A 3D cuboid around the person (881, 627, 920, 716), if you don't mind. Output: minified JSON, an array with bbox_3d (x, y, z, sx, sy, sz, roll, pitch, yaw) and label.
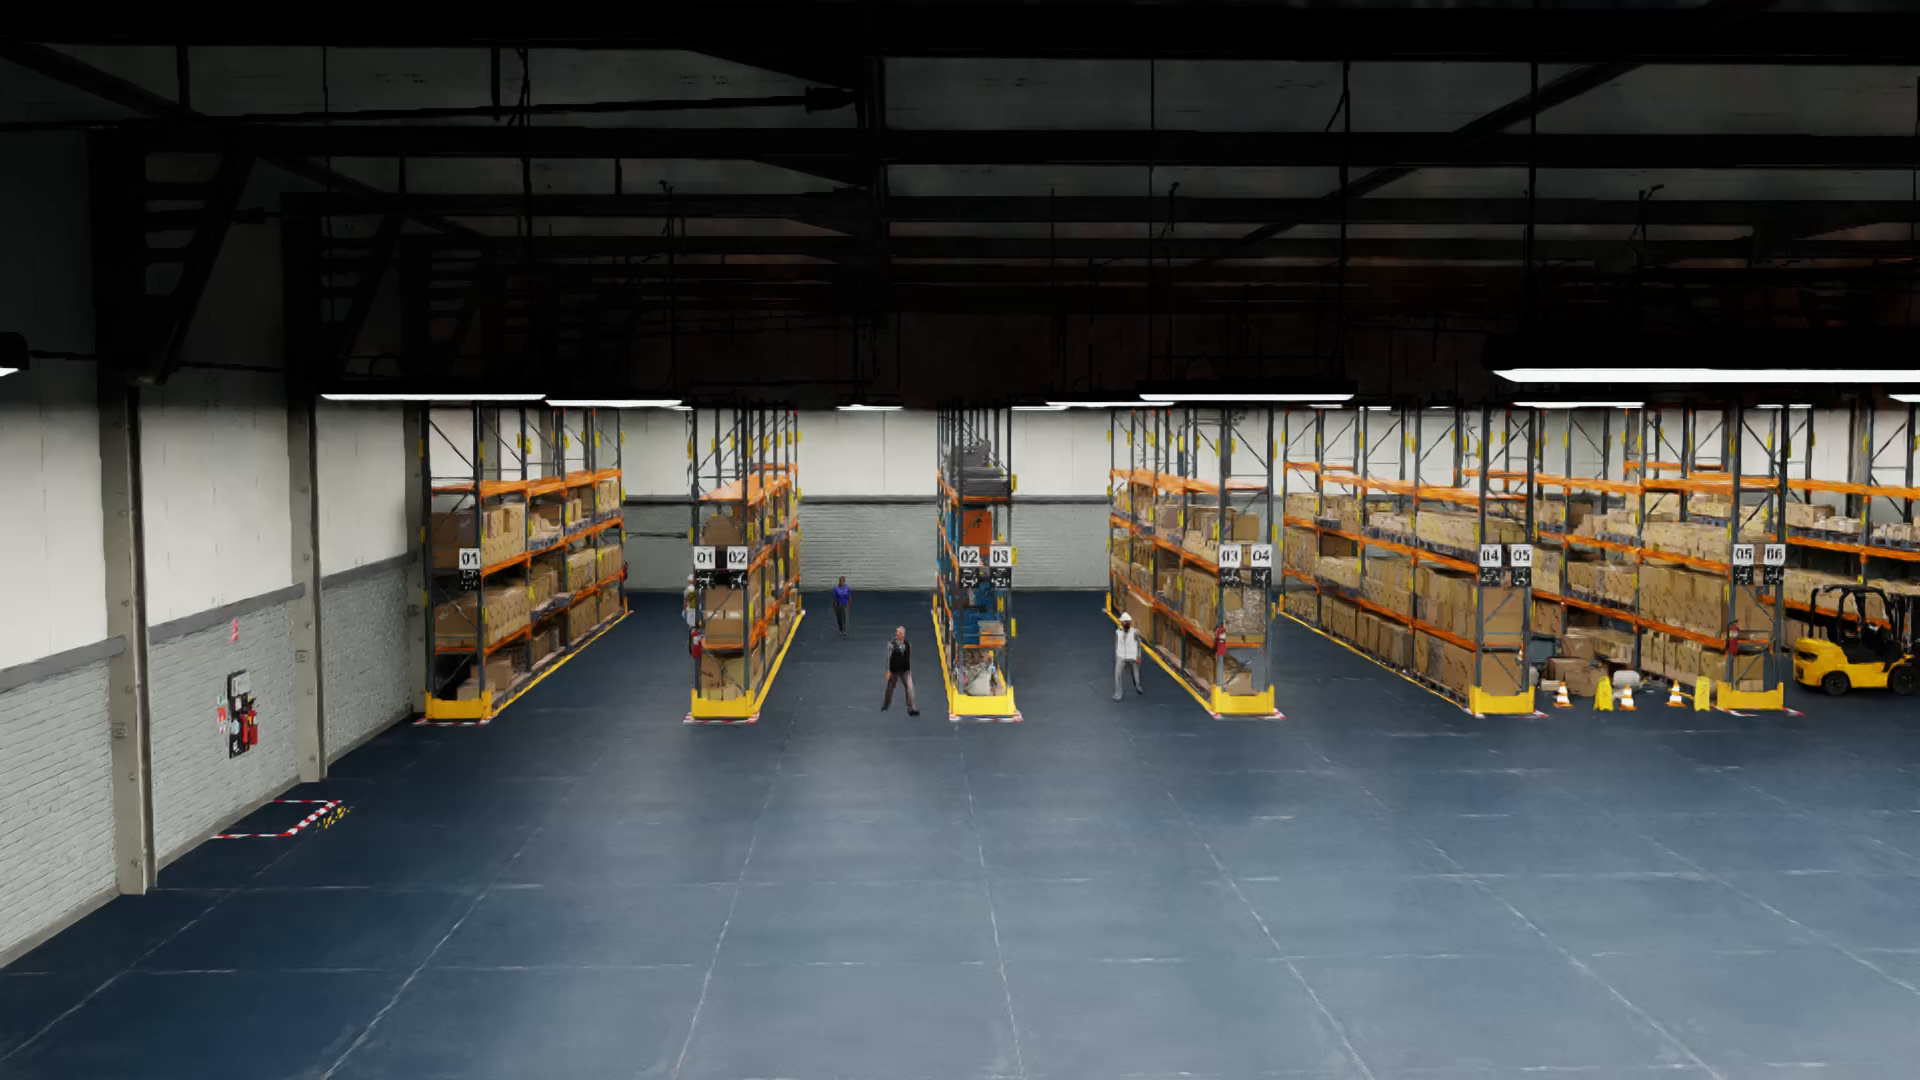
[{"bbox_3d":[-1.155,2.468,31.449,0.576,1.678,0.958,-2,5,-24],"label":"person"}]

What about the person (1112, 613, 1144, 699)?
[{"bbox_3d":[3.364,2.304,33.220,0.574,1.721,0.955,1,5,19],"label":"person"}]

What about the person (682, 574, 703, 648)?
[{"bbox_3d":[-6.492,1.707,40.253,0.577,1.785,0.655,3,5,30],"label":"person"}]

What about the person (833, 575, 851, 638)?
[{"bbox_3d":[-2.982,1.673,42.047,0.447,1.574,1.088,0,4,0],"label":"person"}]

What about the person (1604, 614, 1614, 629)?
[{"bbox_3d":[16.682,1.505,43.010,0.503,1.764,0.624,2,5,27],"label":"person"}]
